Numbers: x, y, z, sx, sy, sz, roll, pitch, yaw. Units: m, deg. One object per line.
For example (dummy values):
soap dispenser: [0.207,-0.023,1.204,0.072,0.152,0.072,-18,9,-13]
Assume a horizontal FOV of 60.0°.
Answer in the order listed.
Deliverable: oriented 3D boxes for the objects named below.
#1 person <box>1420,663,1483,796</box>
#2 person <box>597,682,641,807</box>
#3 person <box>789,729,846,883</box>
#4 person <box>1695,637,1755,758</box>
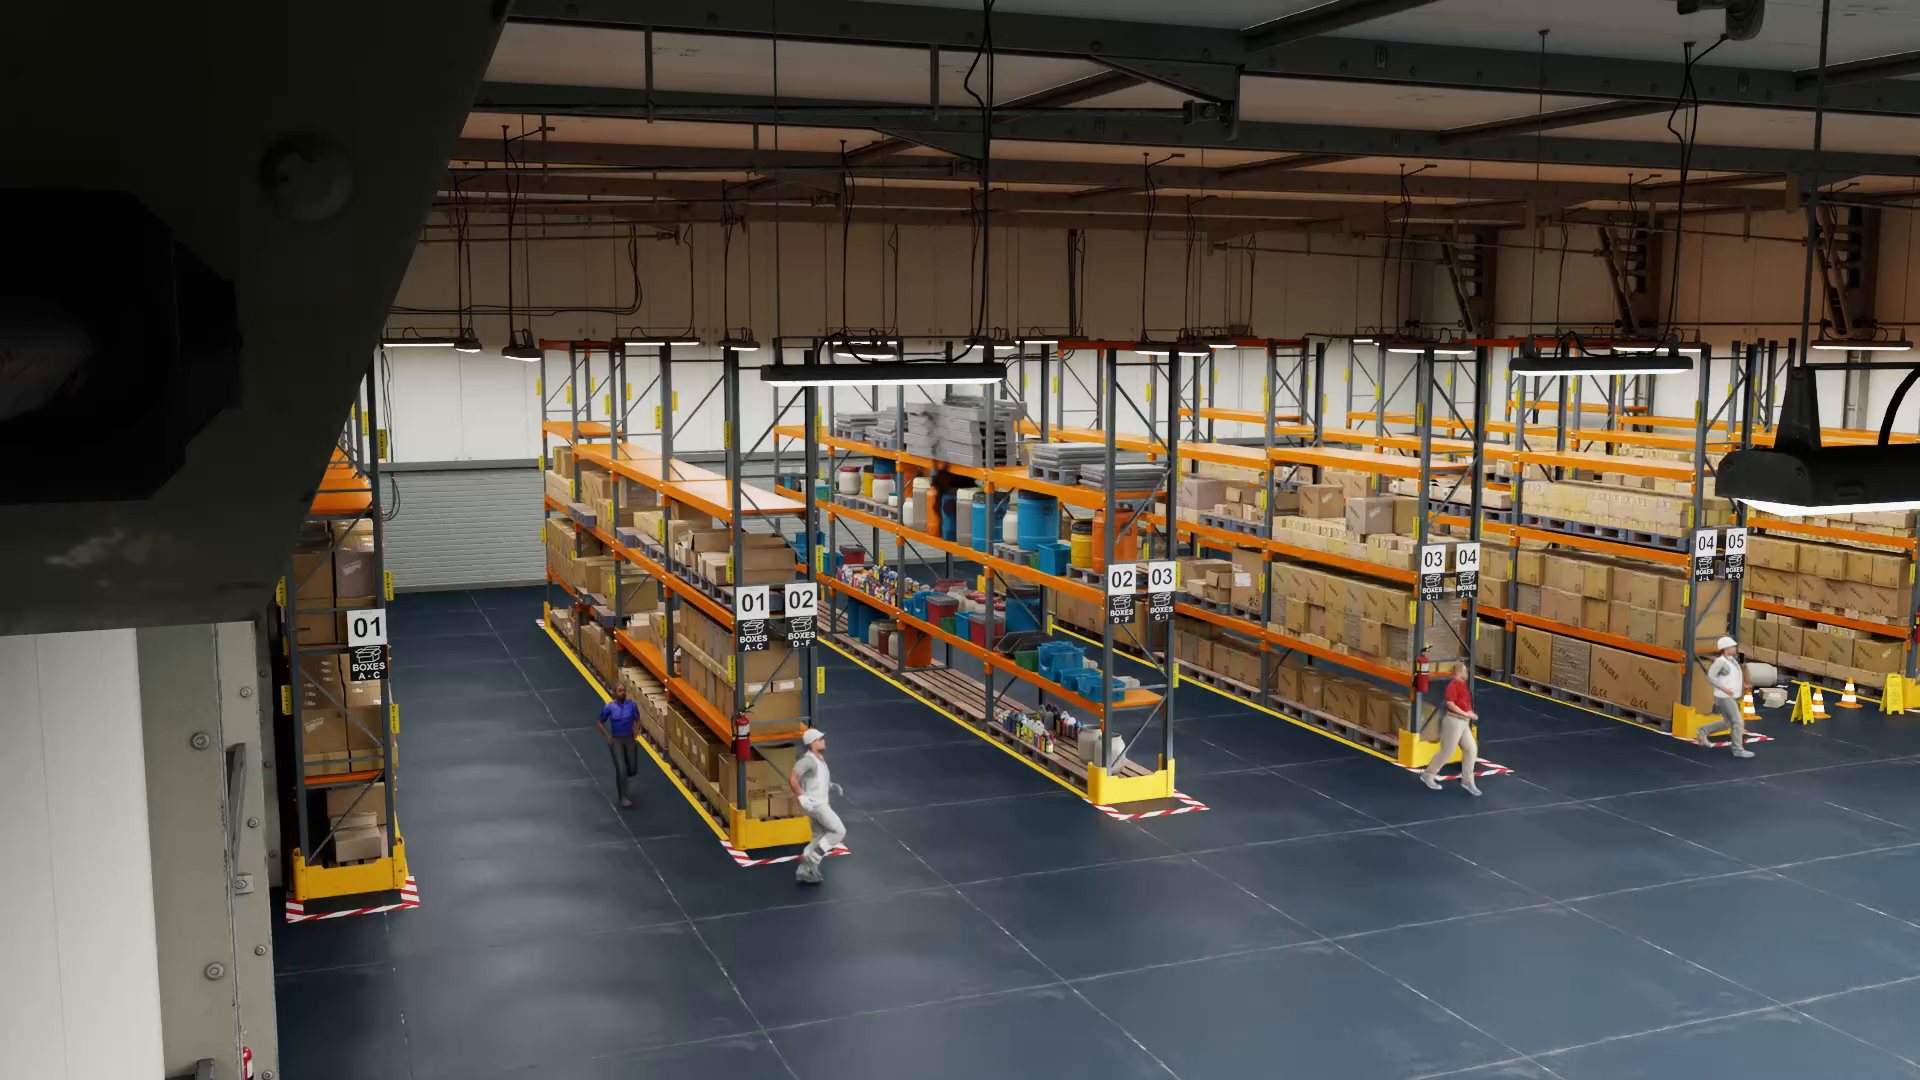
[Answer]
person: [6.756,2.552,22.623,0.814,1.764,0.724,4,9,30]
person: [-4.496,2.677,22.023,0.580,1.607,0.701,-4,8,-27]
person: [-1.608,3.015,18.940,0.622,1.726,0.714,0,7,0]
person: [11.262,2.288,24.408,0.874,1.744,0.679,6,10,40]
